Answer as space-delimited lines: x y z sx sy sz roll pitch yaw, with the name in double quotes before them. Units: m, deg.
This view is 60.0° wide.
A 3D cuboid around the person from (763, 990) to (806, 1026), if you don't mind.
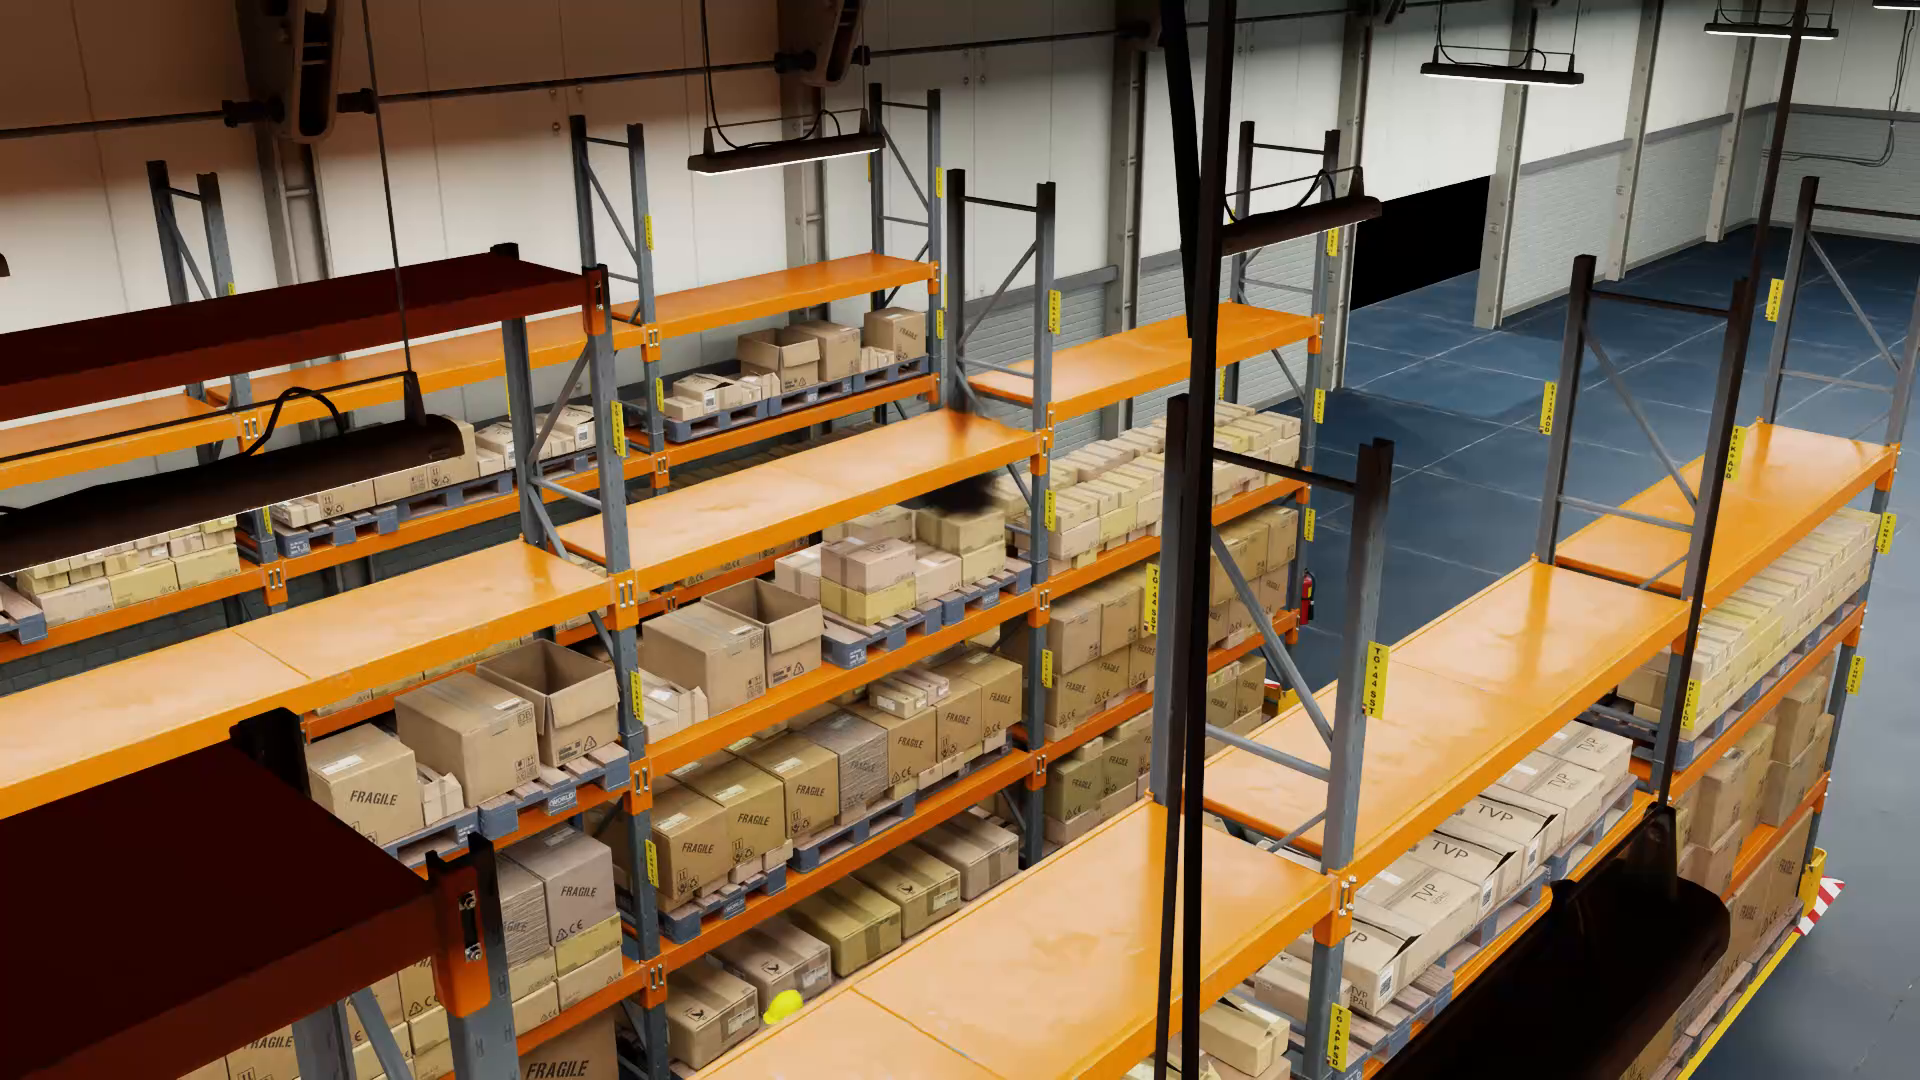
"person" -0.990 3.500 10.698 0.729 1.622 0.970 18 27 38
